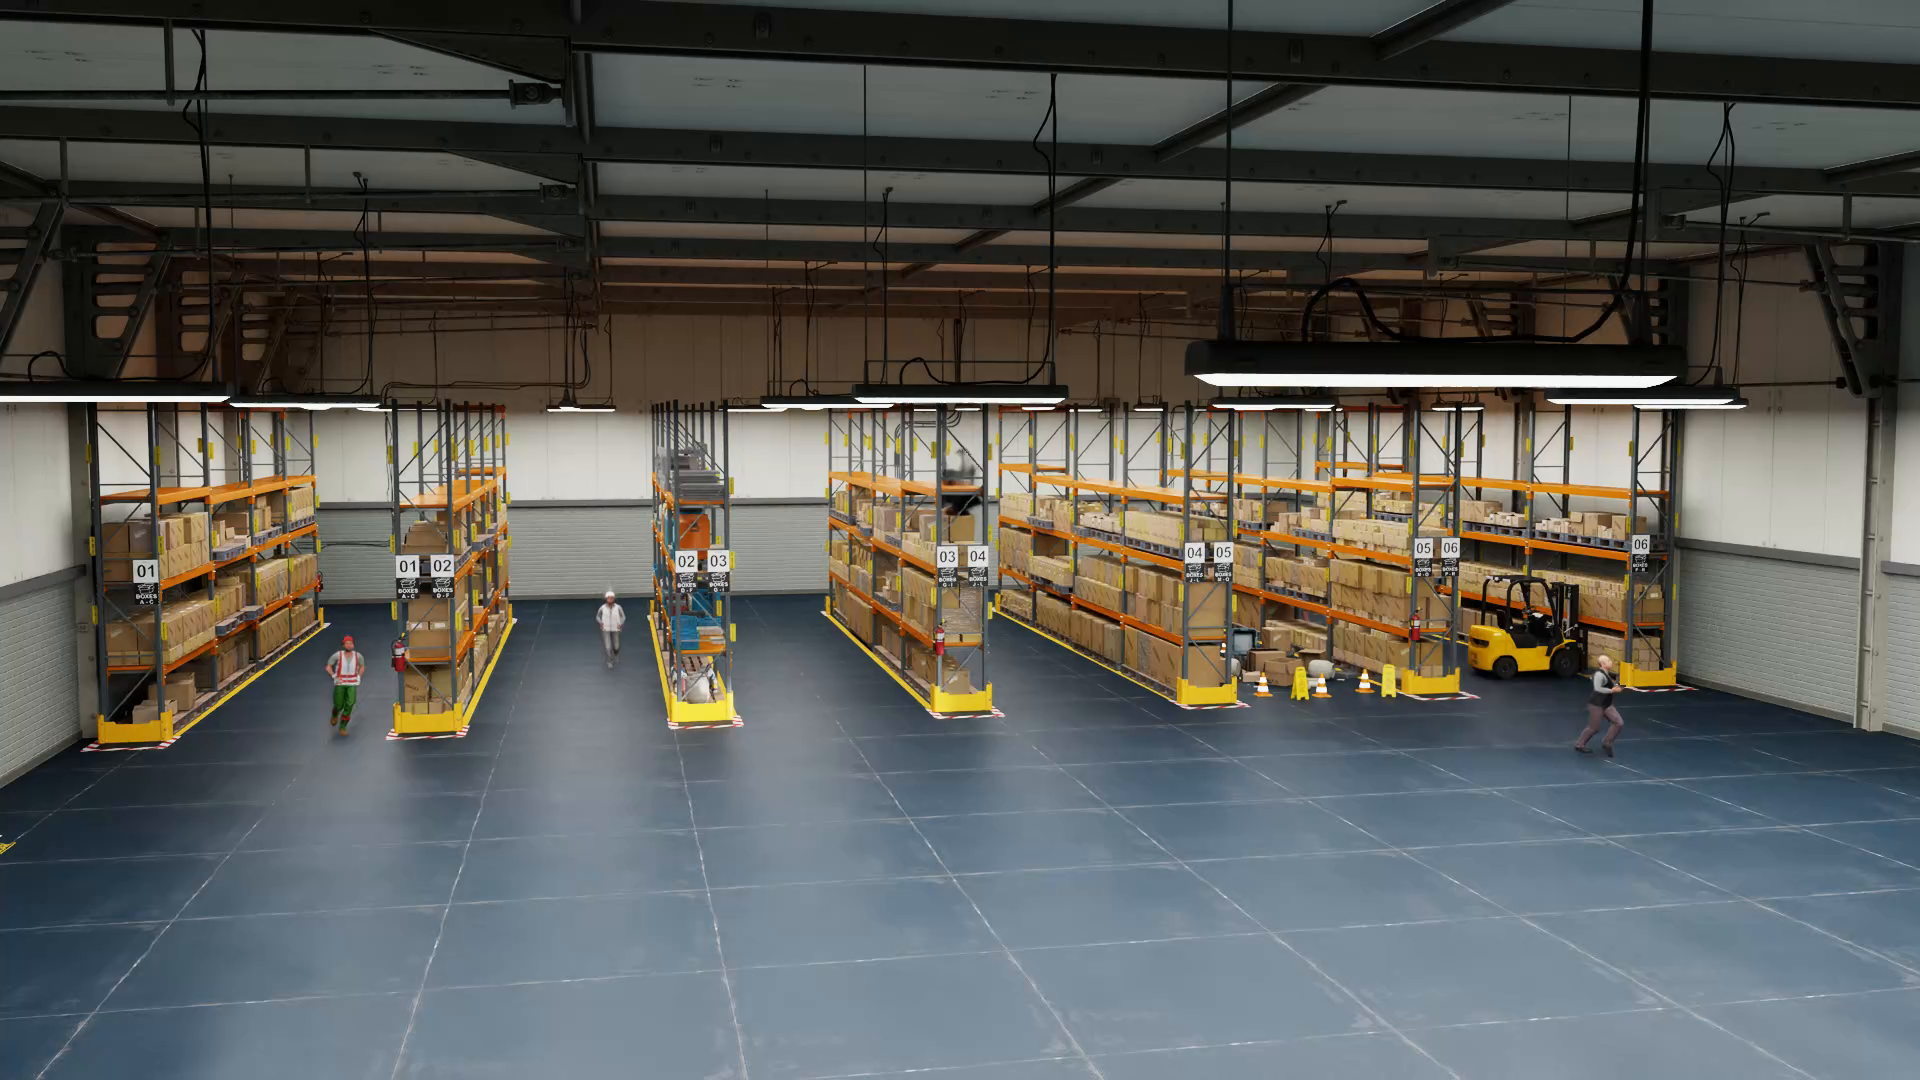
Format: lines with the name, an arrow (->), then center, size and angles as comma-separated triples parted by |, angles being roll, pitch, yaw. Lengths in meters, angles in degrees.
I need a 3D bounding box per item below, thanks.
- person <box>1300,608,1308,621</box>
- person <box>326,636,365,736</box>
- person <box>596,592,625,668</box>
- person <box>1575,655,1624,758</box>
person -> 9.148, 1.569, 44.137 | 0.561, 1.726, 0.688 | -1, 4, -15
person -> -11.066, 2.604, 29.982 | 0.672, 1.759, 0.710 | -2, 5, -30
person -> -7.892, 2.031, 37.564 | 0.656, 1.722, 0.606 | -1, 4, -13
person -> 10.667, 2.787, 27.752 | 0.777, 1.743, 0.640 | 3, 6, 39
